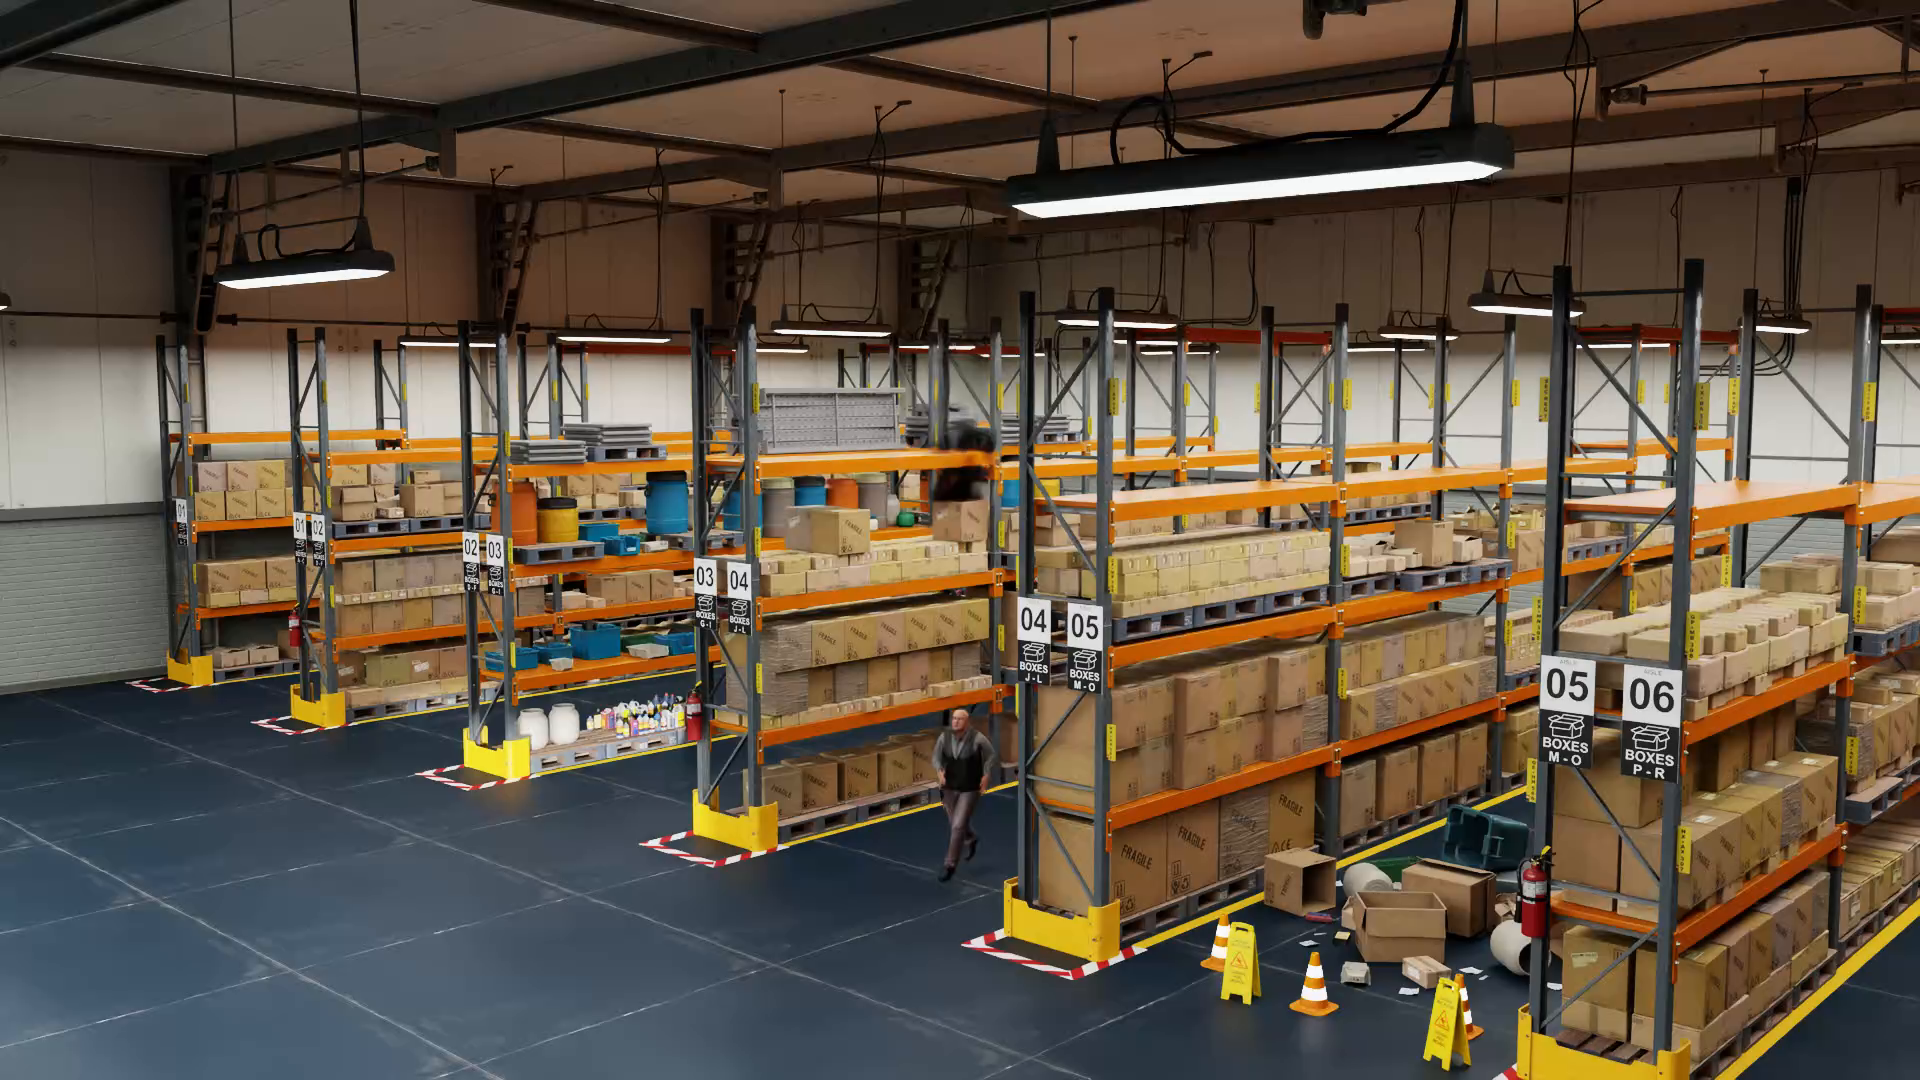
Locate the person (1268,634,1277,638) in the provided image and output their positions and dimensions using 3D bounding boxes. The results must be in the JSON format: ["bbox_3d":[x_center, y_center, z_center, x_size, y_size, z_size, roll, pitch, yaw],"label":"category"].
[{"bbox_3d":[4.419,2.027,23.556,0.657,1.791,0.983,5,7,43],"label":"person"}]

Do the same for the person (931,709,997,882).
[{"bbox_3d":[0.024,2.579,17.181,0.682,1.716,0.953,2,6,21],"label":"person"}]
